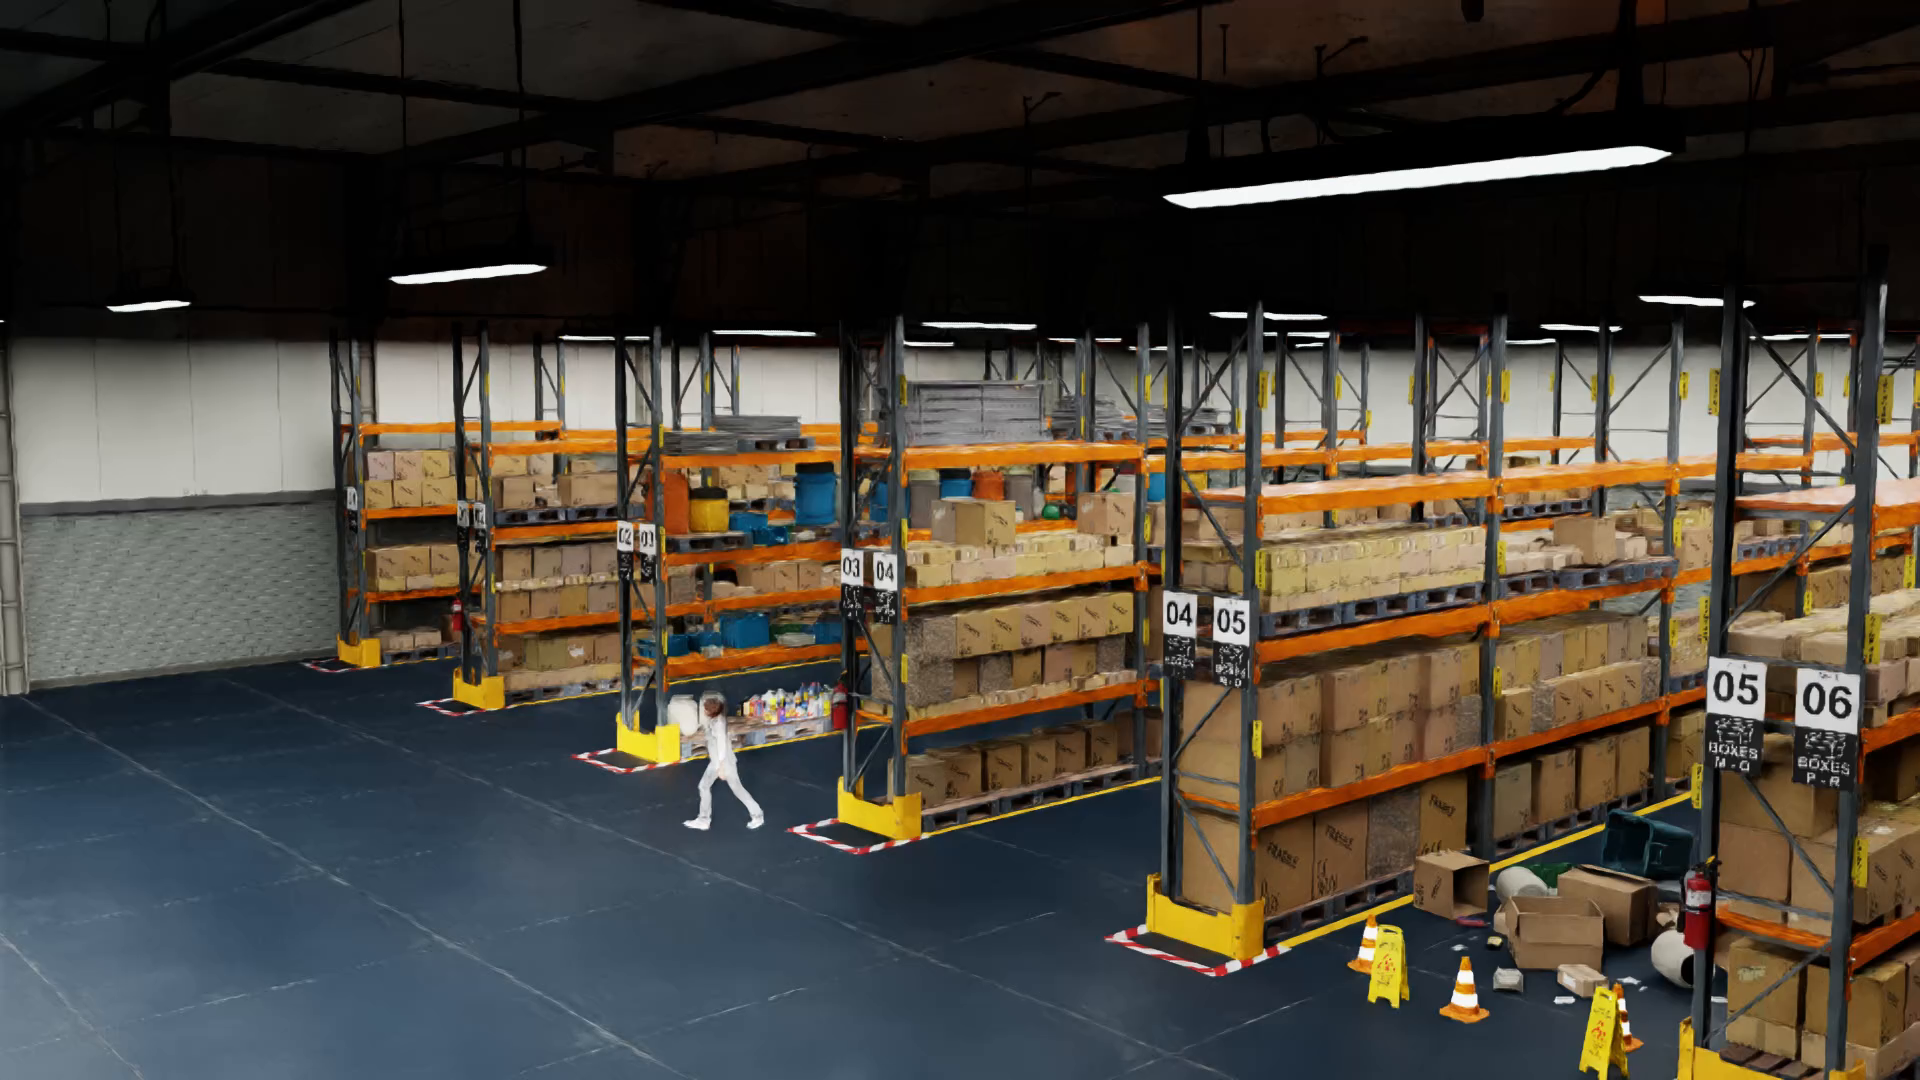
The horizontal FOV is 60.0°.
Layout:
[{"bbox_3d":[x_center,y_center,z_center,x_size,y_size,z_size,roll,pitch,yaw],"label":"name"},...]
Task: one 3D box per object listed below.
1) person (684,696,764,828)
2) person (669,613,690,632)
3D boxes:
[{"bbox_3d":[-2.681,2.532,18.901,0.883,1.533,0.453,-2,6,-19],"label":"person"},{"bbox_3d":[-5.468,1.229,31.595,1.075,1.582,0.492,-5,8,-44],"label":"person"}]
